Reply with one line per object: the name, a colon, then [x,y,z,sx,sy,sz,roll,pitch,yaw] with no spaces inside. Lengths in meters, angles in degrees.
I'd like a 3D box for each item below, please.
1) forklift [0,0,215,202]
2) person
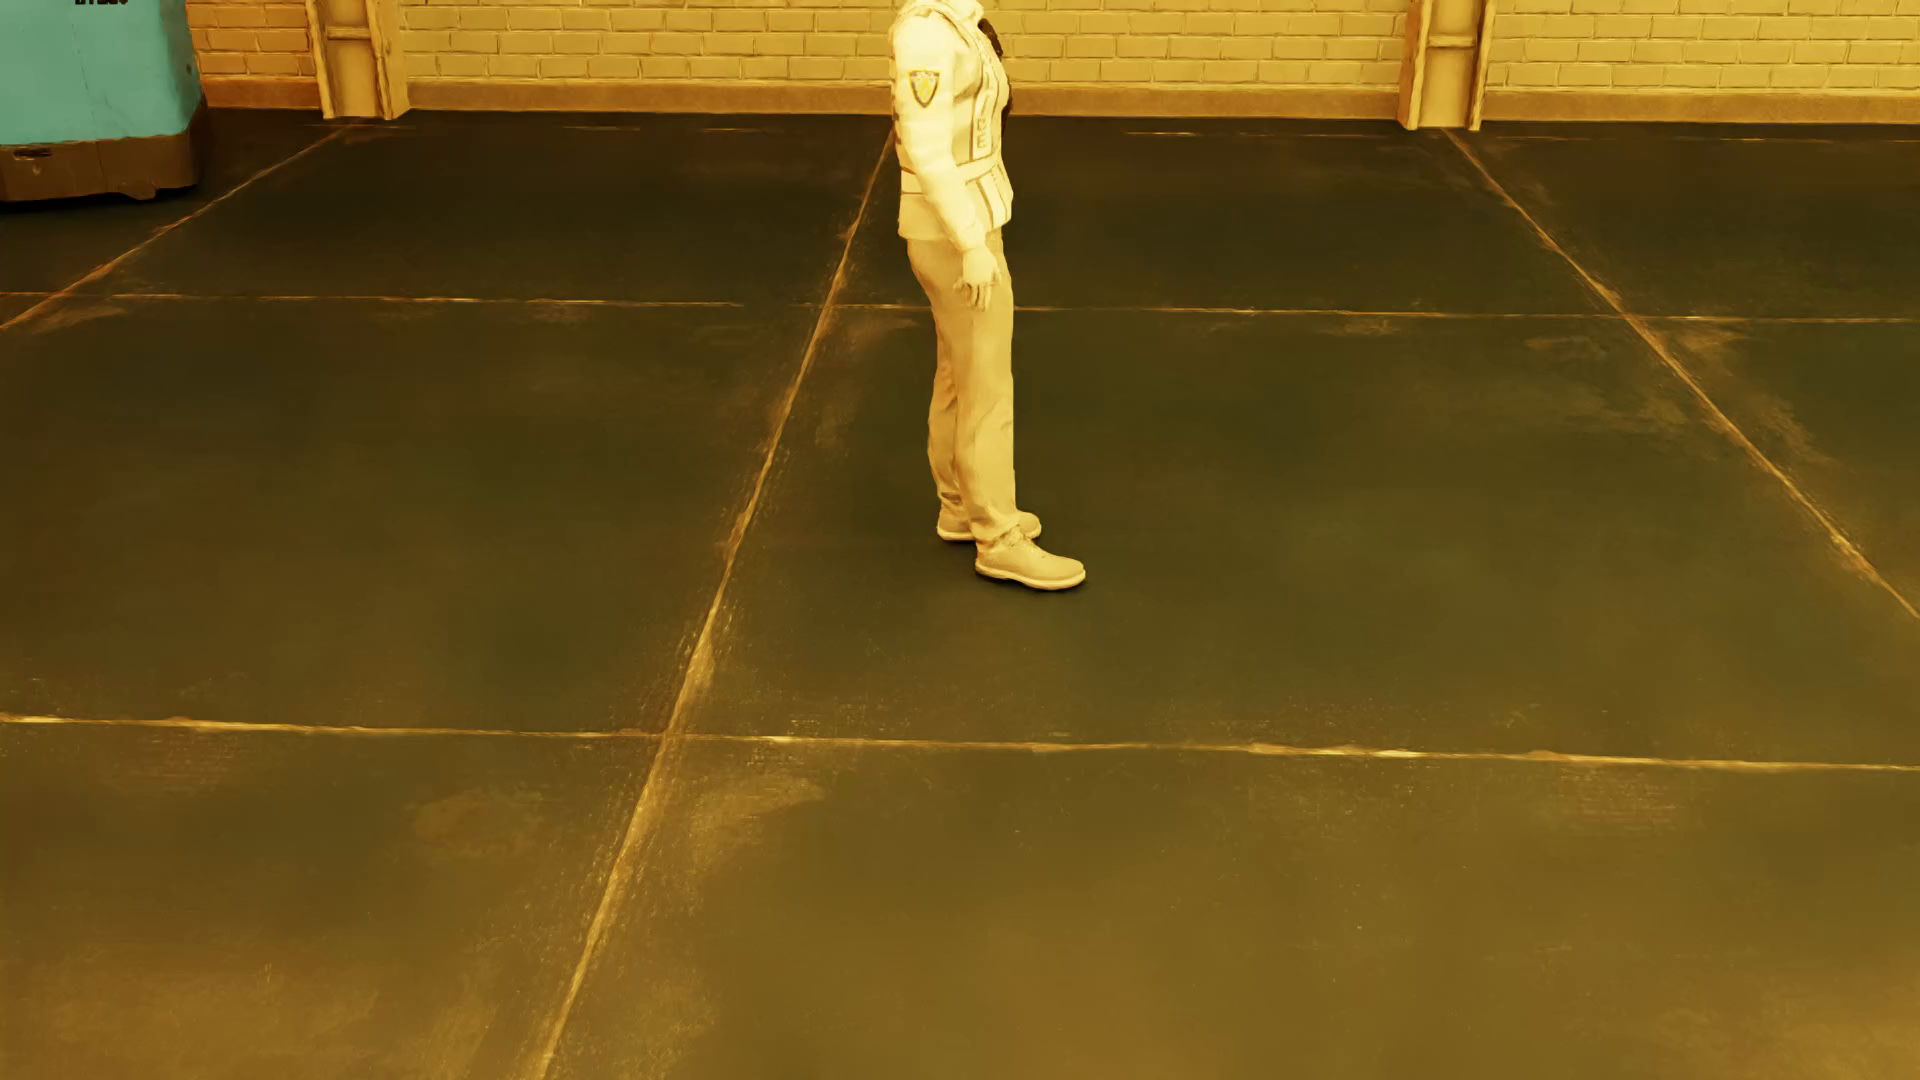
forklift: [-5.112,-2.898,7.083,3.031,2.935,1.130,-8,27,-16]
person: [0.067,-0.762,4.134,0.533,1.695,0.586,1,26,2]
